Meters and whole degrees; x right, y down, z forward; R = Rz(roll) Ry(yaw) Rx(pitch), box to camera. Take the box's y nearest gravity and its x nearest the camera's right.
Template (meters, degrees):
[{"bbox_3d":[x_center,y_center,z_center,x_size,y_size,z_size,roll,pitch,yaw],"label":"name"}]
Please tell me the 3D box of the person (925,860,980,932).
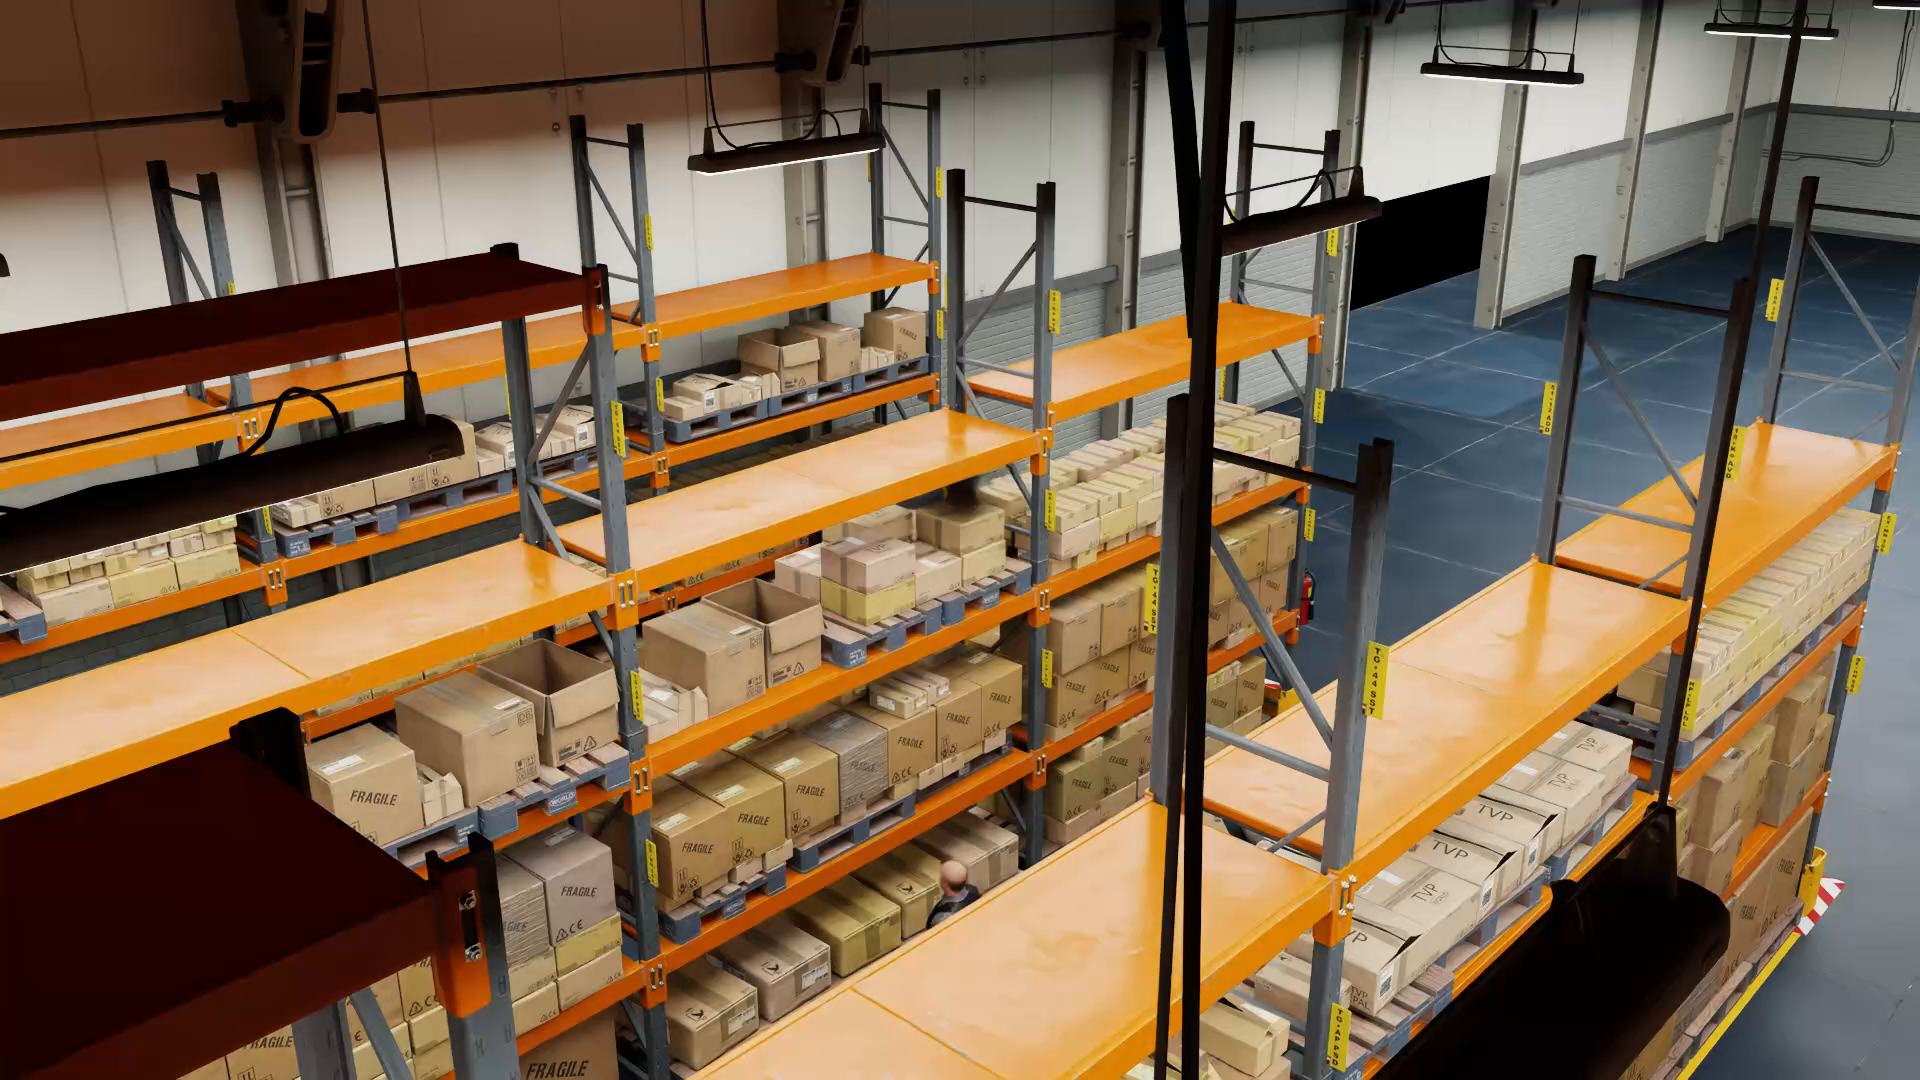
[{"bbox_3d":[-0.041,3.002,11.799,0.364,1.670,0.585,8,22,19],"label":"person"}]
